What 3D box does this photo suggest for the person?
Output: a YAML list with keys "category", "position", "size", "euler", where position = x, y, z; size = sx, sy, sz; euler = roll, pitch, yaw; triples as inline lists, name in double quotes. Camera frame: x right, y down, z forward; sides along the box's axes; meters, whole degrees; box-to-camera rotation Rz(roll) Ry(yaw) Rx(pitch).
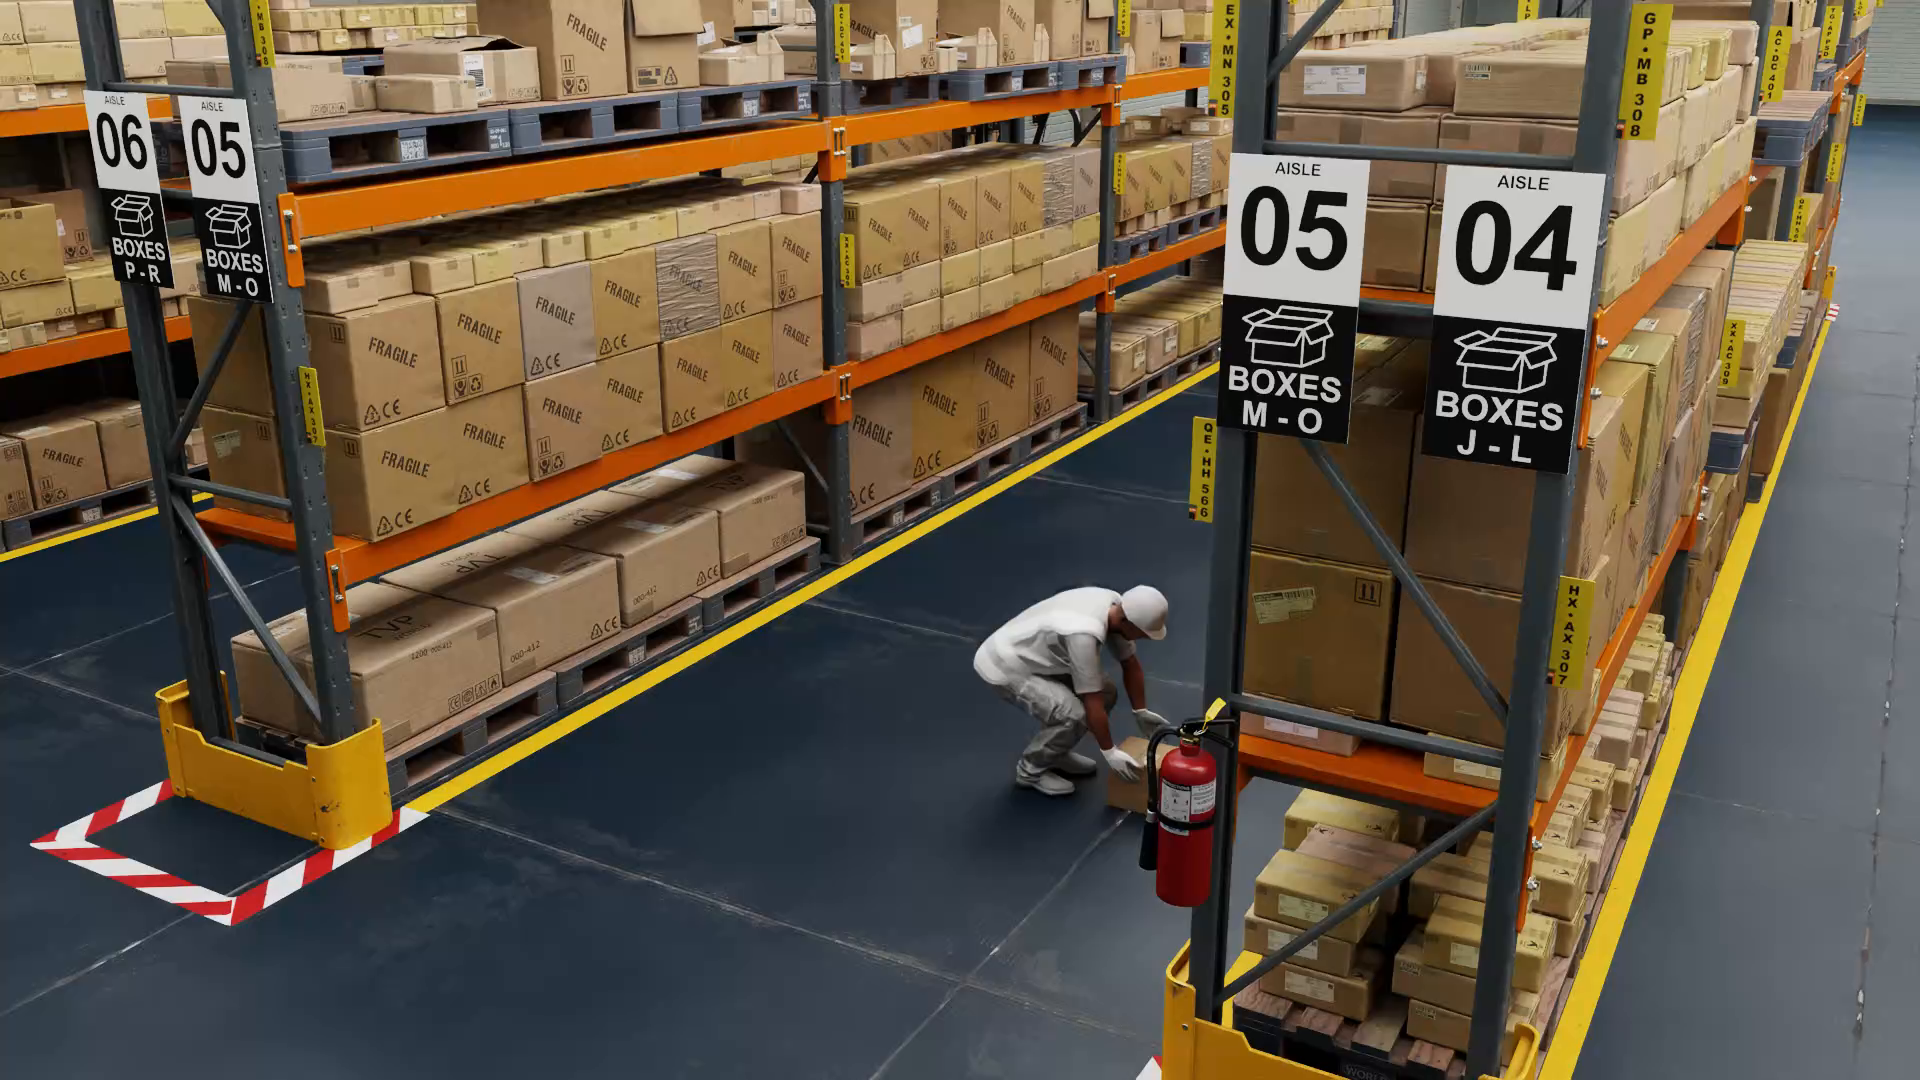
- category: "person"
  position: [0.535, 0.653, 7.809]
  size: [0.899, 1.034, 0.577]
  euler: [10, 22, 27]
